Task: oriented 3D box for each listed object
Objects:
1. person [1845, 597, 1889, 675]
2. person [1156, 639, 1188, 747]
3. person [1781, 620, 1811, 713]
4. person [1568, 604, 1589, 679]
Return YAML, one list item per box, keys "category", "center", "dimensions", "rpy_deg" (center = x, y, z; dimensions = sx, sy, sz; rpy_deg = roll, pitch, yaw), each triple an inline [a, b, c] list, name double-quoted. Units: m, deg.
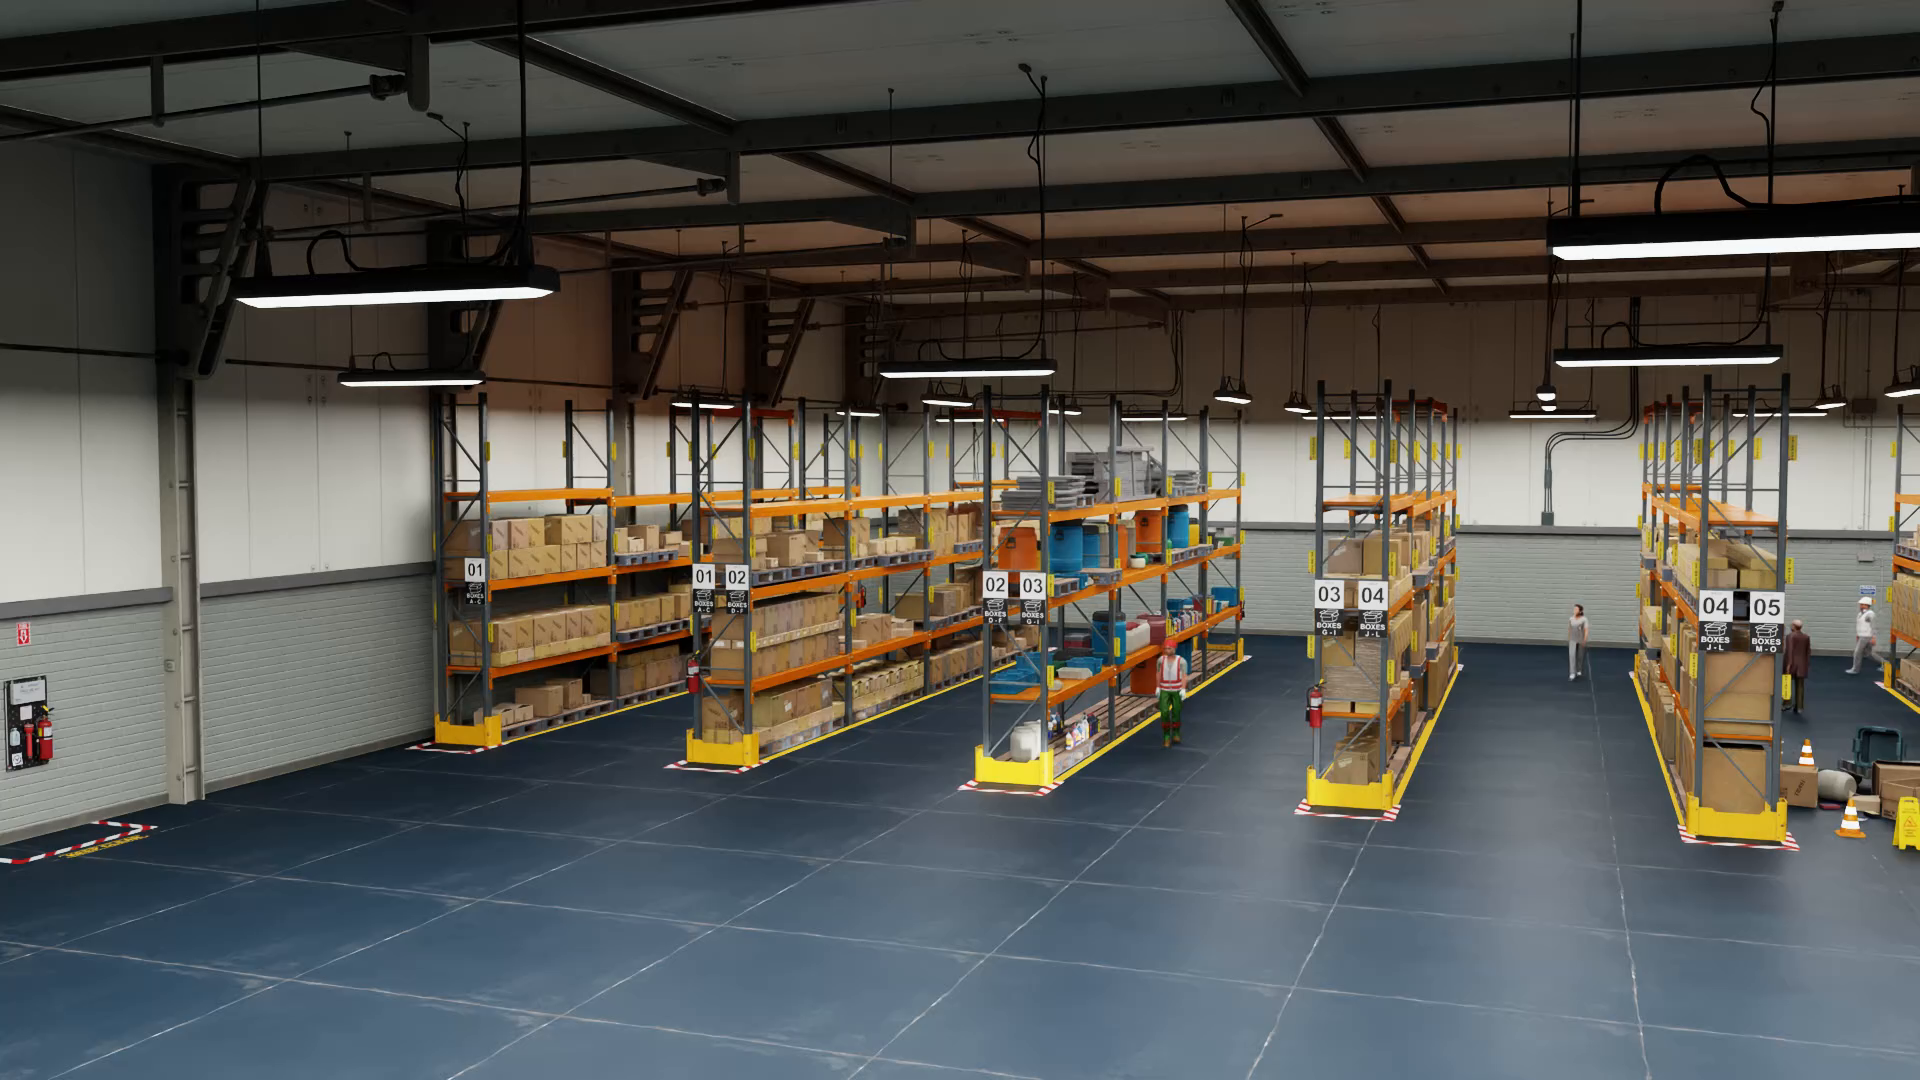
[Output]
- category: "person"
  center: [20.350, 2.145, 37.264]
  dimensions: [0.964, 1.740, 0.546]
  rpy_deg: [1, 3, 14]
- category: "person"
  center: [3.604, 2.631, 28.378]
  dimensions: [0.562, 1.874, 0.601]
  rpy_deg: [1, 3, 14]
- category: "person"
  center: [16.006, 2.438, 31.795]
  dimensions: [0.570, 1.814, 0.593]
  rpy_deg: [1, 3, 10]
- category: "person"
  center: [13.601, 2.220, 36.561]
  dimensions: [0.412, 1.602, 1.045]
  rpy_deg: [1, 3, 17]
